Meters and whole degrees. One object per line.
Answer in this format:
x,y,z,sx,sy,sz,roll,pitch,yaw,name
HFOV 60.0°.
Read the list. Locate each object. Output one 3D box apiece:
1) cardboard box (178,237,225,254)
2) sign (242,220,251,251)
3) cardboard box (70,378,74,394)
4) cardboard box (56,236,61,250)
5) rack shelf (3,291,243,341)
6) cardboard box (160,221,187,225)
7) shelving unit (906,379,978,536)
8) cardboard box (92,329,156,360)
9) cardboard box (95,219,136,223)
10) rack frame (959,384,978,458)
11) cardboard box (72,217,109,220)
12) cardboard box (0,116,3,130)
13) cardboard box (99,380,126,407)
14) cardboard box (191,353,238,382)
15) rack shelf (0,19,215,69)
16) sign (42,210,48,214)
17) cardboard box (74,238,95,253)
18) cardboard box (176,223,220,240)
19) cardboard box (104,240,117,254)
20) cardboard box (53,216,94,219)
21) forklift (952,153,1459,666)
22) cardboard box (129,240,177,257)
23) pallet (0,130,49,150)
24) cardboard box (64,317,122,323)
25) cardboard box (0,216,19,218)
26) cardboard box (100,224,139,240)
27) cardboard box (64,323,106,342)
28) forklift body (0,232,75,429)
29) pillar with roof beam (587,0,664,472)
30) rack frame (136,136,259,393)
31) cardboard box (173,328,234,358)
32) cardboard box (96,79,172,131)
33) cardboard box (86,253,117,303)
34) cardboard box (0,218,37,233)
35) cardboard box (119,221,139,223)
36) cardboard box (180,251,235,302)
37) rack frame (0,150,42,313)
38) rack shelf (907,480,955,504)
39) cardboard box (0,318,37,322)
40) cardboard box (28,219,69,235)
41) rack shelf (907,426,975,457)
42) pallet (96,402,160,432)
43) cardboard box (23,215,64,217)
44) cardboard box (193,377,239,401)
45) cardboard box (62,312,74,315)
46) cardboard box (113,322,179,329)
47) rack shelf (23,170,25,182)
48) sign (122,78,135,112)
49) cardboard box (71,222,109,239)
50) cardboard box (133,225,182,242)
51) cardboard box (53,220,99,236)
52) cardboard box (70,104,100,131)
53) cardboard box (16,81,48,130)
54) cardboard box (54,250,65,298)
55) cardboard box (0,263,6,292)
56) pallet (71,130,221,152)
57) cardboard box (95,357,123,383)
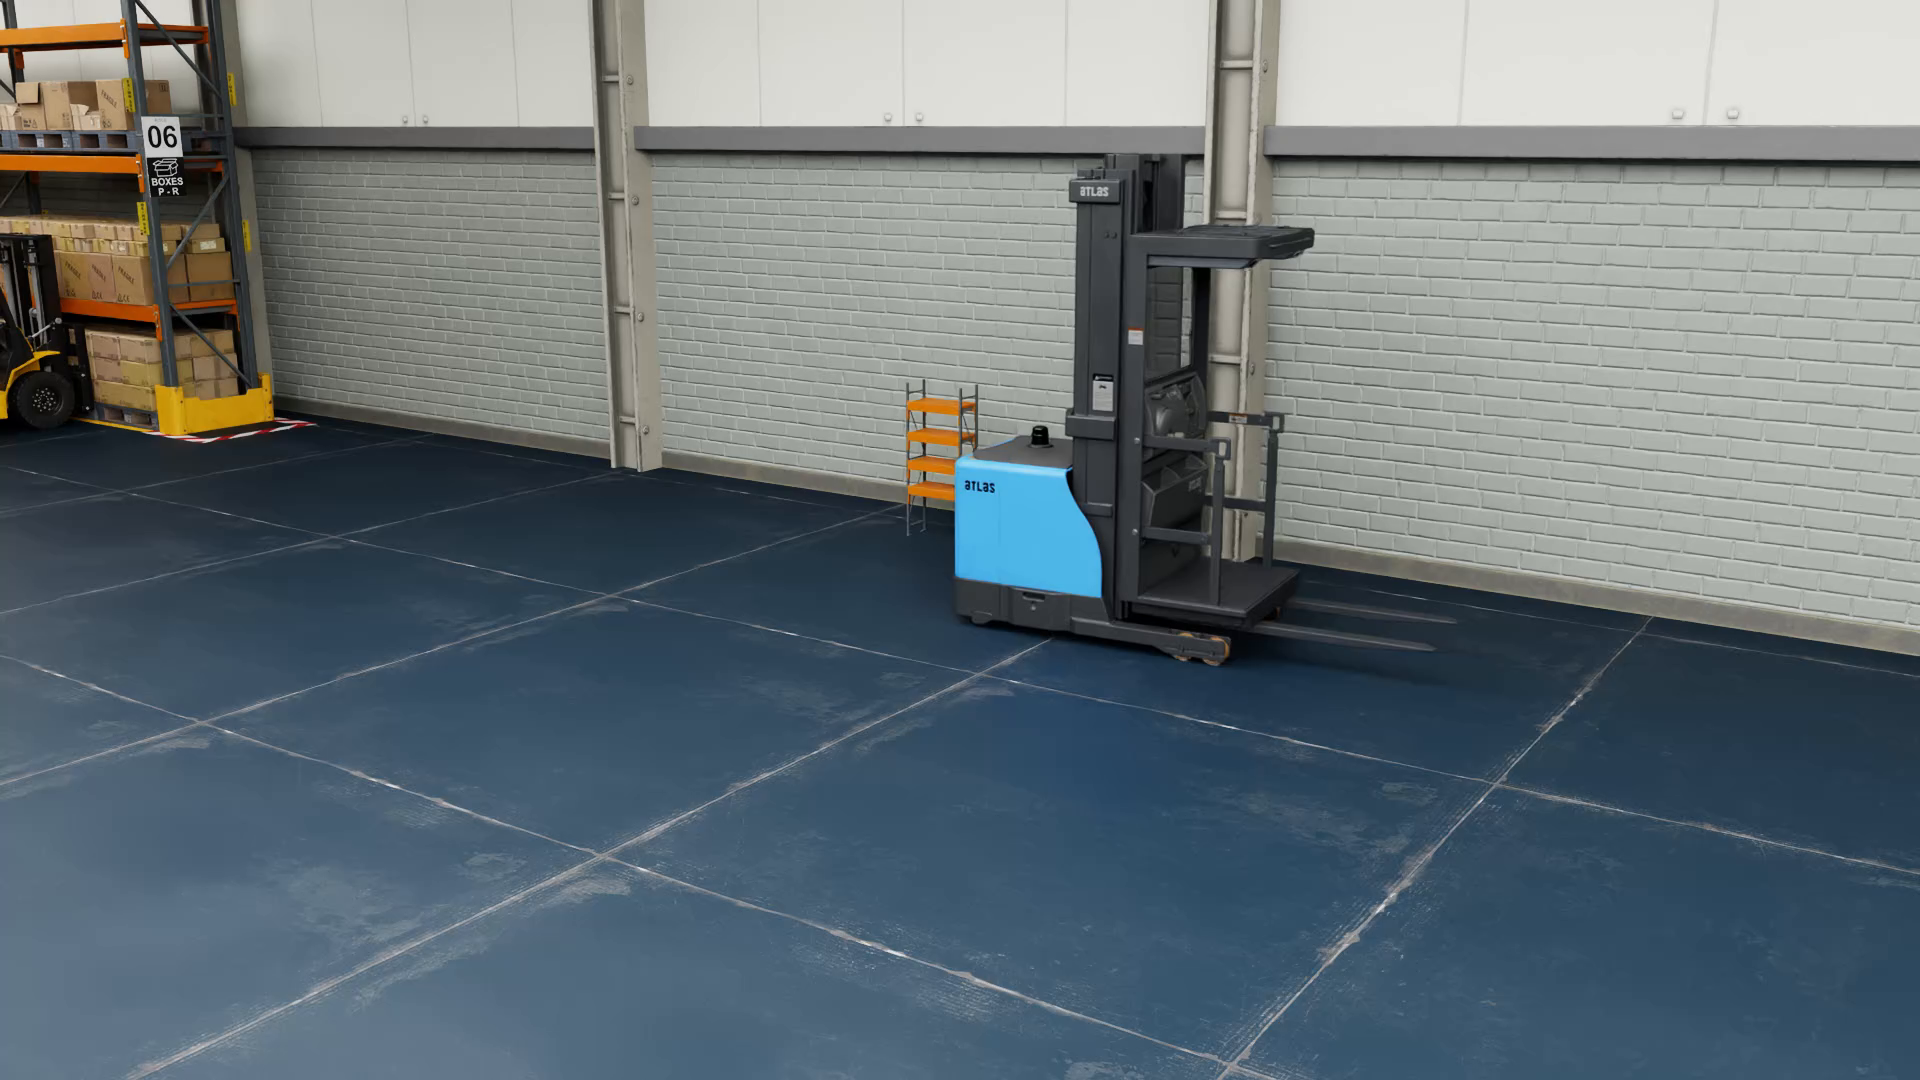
-8.063,-3.135,17.685,0.250,0.149,0.380,9,16,31,cardboard box
-7.612,-3.242,17.713,0.005,0.325,0.100,9,17,33,sign
-9.754,-1.746,18.481,0.500,0.250,0.500,10,17,35,cardboard box
-9.605,-3.247,18.138,0.250,0.149,0.380,9,17,32,cardboard box
-9.586,-2.593,18.552,4.000,0.370,1.077,9,17,33,rack shelf
-8.511,-3.344,17.911,0.250,0.149,0.380,10,17,34,cardboard box
-0.137,-0.605,12.769,0.503,1.200,0.258,9,17,33,shelving unit
-8.910,-2.095,17.812,0.500,0.250,0.500,10,17,34,cardboard box
-9.353,-3.482,18.472,0.250,0.149,0.380,9,17,33,cardboard box
0.065,-0.572,12.636,0.015,1.200,0.240,9,17,33,rack frame
-9.767,-3.557,18.774,0.250,0.149,0.380,9,16,32,cardboard box
-10.405,-4.573,18.253,0.250,0.149,0.380,10,17,34,cardboard box
-8.900,-1.612,17.940,0.500,0.250,0.500,9,17,33,cardboard box
-8.201,-1.890,18.024,0.500,0.250,0.500,10,17,34,cardboard box
-9.586,-5.311,17.880,4.000,0.370,1.077,9,17,33,rack shelf
-10.937,-3.780,19.884,0.005,0.325,0.100,9,17,33,sign
-9.227,-3.165,17.809,0.250,0.149,0.380,9,16,31,cardboard box
-8.086,-3.269,17.611,0.250,0.149,0.380,9,16,32,cardboard box
-8.780,-3.103,17.559,0.250,0.149,0.380,10,17,34,cardboard box
-10.157,-3.640,19.107,0.250,0.149,0.380,9,16,32,cardboard box
1.496,-0.826,10.060,3.031,2.935,1.130,7,16,27,forklift
-8.370,-3.028,17.255,0.250,0.149,0.380,9,17,34,cardboard box
-10.523,-4.514,18.758,1.213,0.211,1.003,9,17,33,pallet
-9.888,-2.402,19.051,0.500,0.250,0.500,9,17,33,cardboard box
-10.869,-3.603,18.957,0.250,0.149,0.380,9,17,34,cardboard box
-8.795,-3.244,17.510,0.250,0.149,0.380,10,17,34,cardboard box
-9.750,-2.230,18.358,0.500,0.250,0.500,9,16,32,cardboard box
-10.518,-2.152,17.042,1.214,2.155,2.313,9,17,33,forklift body
-5.425,-4.196,11.047,0.400,9.000,9.100,9,17,33,pillar with roof beam
-7.926,-2.674,17.382,0.127,3.000,1.000,9,17,33,rack frame
-8.220,-2.131,17.955,0.500,0.250,0.500,9,16,32,cardboard box
-8.430,-4.442,16.991,0.500,0.500,0.500,10,17,35,cardboard box
-8.907,-2.808,17.714,0.500,0.500,0.500,10,17,35,cardboard box
-10.506,-3.512,18.590,0.250,0.149,0.380,10,17,34,cardboard box
-8.941,-3.410,18.180,0.250,0.149,0.380,10,17,35,cardboard box
-8.182,-2.844,17.863,0.500,0.500,0.500,10,17,35,cardboard box
-11.245,-3.210,19.549,0.127,3.000,1.000,9,17,33,rack frame
-0.137,-0.347,12.833,0.480,0.148,0.258,9,17,33,rack shelf
-10.601,-2.367,18.909,0.500,0.250,0.500,9,17,33,cardboard box
-10.033,-3.459,18.378,0.250,0.149,0.380,9,17,33,cardboard box
-0.137,-0.756,12.731,0.480,0.148,0.258,9,17,33,rack shelf
-8.584,-1.415,18.098,1.213,0.211,1.003,9,17,33,pallet
-10.627,-3.694,19.325,0.250,0.149,0.380,9,16,31,cardboard box
-8.225,-1.648,18.086,0.500,0.250,0.500,9,17,33,cardboard box
-10.729,-2.537,19.598,0.500,0.250,0.500,10,17,34,cardboard box
-9.045,-2.266,18.502,0.500,0.250,0.500,9,17,32,cardboard box
-12.905,-4.585,20.359,4.000,0.370,1.077,9,17,33,rack shelf
-8.241,-4.415,16.496,0.005,0.325,0.100,9,17,33,sign
-9.239,-3.305,17.756,0.250,0.149,0.380,10,17,34,cardboard box
-8.341,-3.188,17.281,0.250,0.149,0.380,9,17,33,cardboard box
-9.617,-3.392,18.107,0.250,0.149,0.380,9,17,34,cardboard box
-8.994,-4.402,17.317,0.258,0.266,0.396,9,17,33,cardboard box
-9.688,-4.687,17.974,0.637,0.503,0.797,10,17,35,cardboard box
-9.755,-2.941,18.255,0.500,0.500,0.500,9,17,33,cardboard box
-10.582,-3.081,18.818,0.500,0.500,0.500,10,17,34,cardboard box
-8.499,-4.187,17.437,1.213,0.211,1.003,9,17,33,pallet
-8.915,-1.858,17.895,0.500,0.250,0.500,9,17,32,cardboard box
